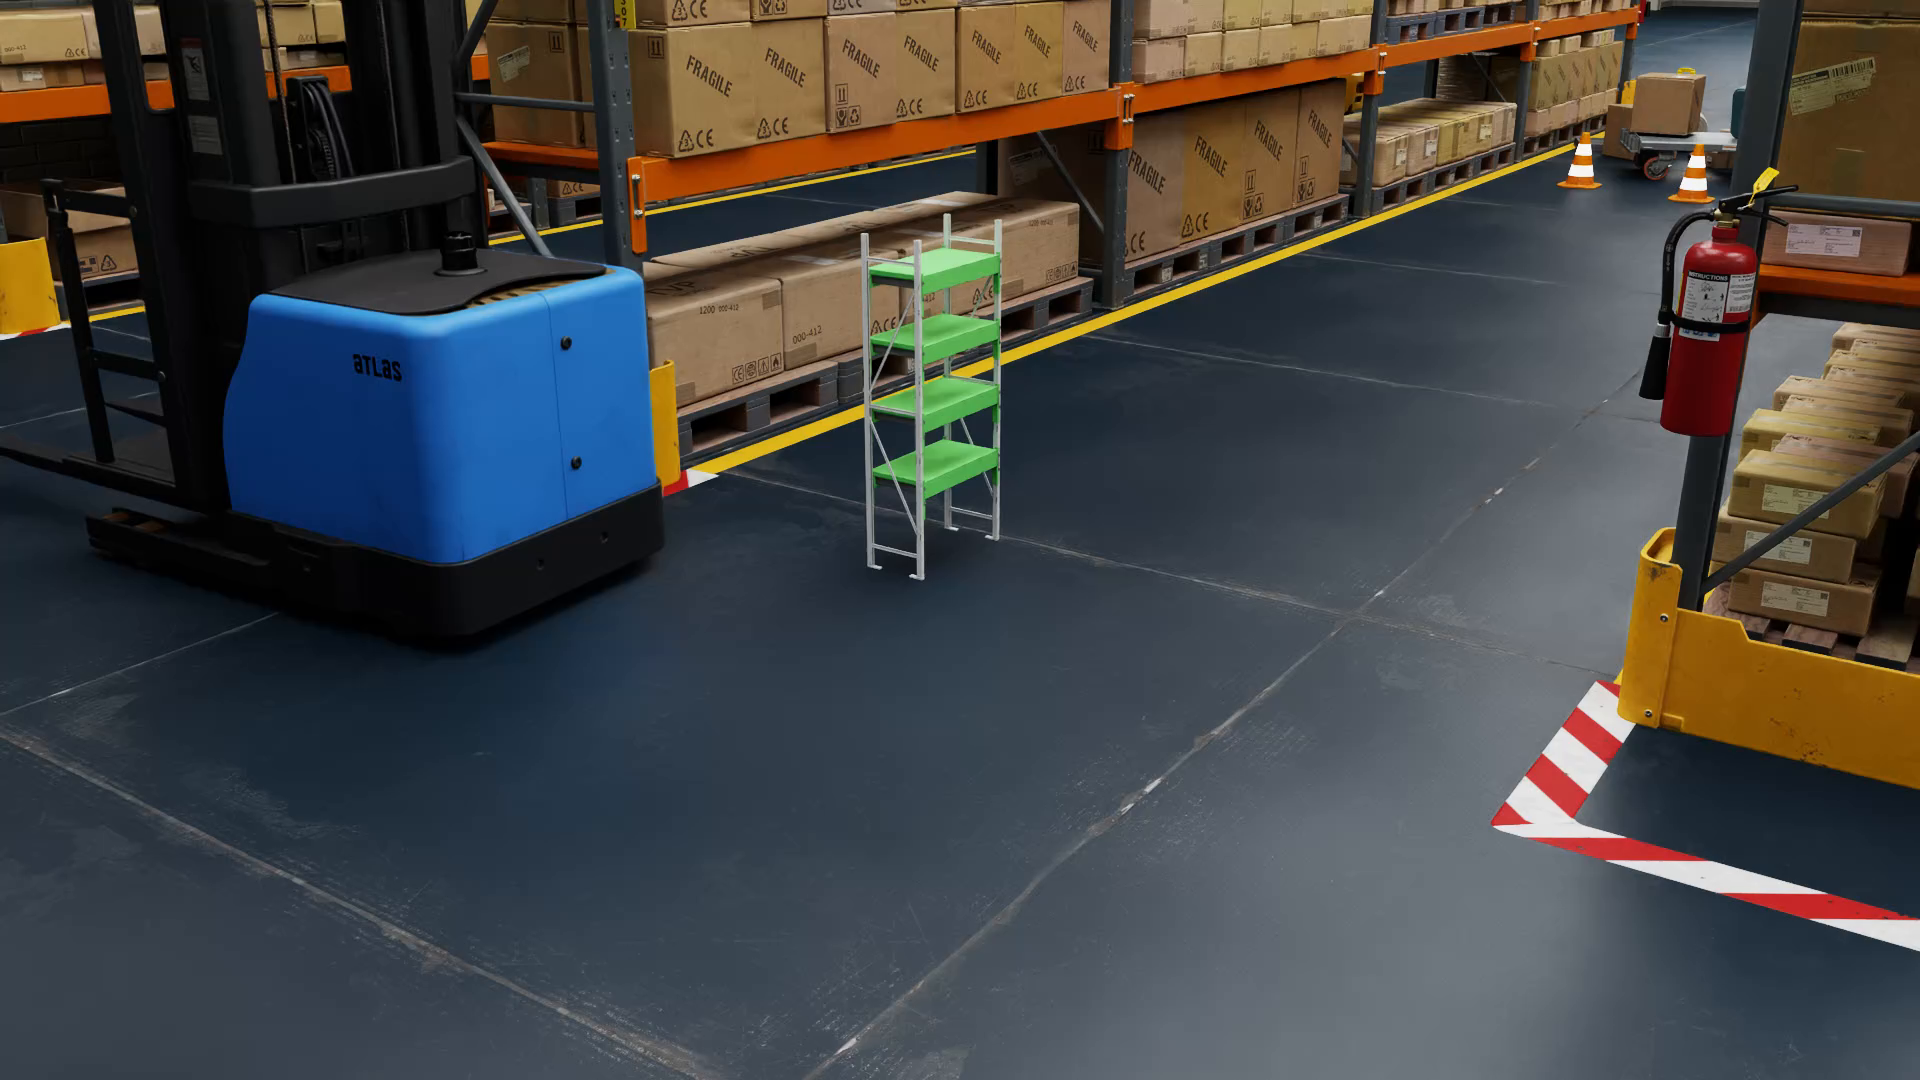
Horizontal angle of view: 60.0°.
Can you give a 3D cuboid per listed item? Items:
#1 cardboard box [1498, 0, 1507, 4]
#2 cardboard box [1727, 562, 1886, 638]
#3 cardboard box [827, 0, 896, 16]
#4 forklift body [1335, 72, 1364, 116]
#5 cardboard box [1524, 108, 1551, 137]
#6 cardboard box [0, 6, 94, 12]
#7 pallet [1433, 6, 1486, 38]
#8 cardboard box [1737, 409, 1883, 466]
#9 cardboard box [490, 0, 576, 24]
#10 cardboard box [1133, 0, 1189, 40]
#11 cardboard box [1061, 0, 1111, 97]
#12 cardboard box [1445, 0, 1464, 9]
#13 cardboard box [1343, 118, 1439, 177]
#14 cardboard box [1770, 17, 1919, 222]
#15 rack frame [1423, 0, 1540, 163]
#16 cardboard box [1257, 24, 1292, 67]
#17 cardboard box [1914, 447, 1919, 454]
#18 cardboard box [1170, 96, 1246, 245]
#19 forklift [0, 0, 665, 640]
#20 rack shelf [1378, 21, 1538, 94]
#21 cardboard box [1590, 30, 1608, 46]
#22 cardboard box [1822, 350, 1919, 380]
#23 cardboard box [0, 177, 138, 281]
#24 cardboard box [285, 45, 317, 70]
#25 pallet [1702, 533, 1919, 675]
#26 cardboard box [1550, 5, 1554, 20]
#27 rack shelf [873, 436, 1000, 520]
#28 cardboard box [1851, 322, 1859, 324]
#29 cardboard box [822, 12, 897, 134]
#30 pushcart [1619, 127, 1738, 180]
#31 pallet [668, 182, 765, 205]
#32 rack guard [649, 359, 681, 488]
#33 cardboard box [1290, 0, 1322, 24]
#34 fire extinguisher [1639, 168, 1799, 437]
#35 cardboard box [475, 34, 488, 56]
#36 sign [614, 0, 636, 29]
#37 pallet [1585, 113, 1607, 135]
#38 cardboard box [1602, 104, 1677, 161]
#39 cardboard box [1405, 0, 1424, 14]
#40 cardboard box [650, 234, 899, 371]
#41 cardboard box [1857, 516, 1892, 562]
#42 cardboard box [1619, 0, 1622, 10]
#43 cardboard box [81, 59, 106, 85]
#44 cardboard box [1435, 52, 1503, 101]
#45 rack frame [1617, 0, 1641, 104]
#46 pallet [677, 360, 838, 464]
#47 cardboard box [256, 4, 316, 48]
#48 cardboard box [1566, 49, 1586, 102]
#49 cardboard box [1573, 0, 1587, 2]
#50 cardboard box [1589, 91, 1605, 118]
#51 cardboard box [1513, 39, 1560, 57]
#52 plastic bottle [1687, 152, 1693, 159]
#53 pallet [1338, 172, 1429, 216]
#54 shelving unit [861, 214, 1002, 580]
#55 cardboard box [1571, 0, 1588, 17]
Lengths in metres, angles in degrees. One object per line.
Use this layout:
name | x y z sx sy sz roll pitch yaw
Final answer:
cardboard box | 4.699 -4.905 14.957 0.380 0.149 0.250 13 24 31
cardboard box | 2.566 0.148 5.046 0.380 0.149 0.250 14 24 33
cardboard box | -0.635 -2.634 7.476 0.500 0.500 0.500 13 24 31
forklift body | 3.622 -5.997 19.377 2.313 2.155 1.214 13 24 32
cardboard box | 5.593 -4.204 16.665 0.500 0.250 0.500 12 23 29
cardboard box | -5.485 -3.105 10.122 0.500 0.250 0.500 13 24 32
pallet | 3.868 -4.518 14.433 1.003 0.211 1.213 13 24 32
cardboard box | 2.760 -0.301 5.401 0.380 0.149 0.250 13 24 31
cardboard box | -1.634 -2.438 6.946 0.500 0.500 0.500 14 25 34
cardboard box | 1.021 -3.120 9.872 0.500 0.250 0.500 12 24 30
cardboard box | 0.491 -2.749 9.228 0.500 0.500 0.500 14 24 32
cardboard box | 4.074 -4.623 14.196 0.380 0.149 0.250 14 25 33
cardboard box | 3.523 -3.370 14.235 0.950 0.372 0.625 13 24 31
cardboard box | 2.483 -1.166 4.521 0.500 0.500 0.500 14 24 33
rack frame | 5.038 -5.180 15.945 1.000 3.000 0.127 13 24 32
cardboard box | 1.886 -3.323 11.142 0.500 0.250 0.500 13 24 31
cardboard box | 3.441 -0.296 6.245 0.380 0.149 0.250 14 25 33
cardboard box | 1.324 -2.539 11.264 0.875 0.875 0.875 14 25 33
forklift | -2.592 -1.417 5.871 3.031 2.935 1.130 12 23 29
rack shelf | 3.914 -4.269 14.519 1.077 0.370 4.000 13 24 32
cardboard box | 6.757 -5.420 17.937 0.380 0.149 0.250 14 24 33
cardboard box | 3.427 -0.585 6.170 0.380 0.149 0.250 13 24 32
cardboard box | -5.393 -1.887 10.036 0.797 0.503 0.637 12 24 30
cardboard box | -4.419 -3.154 10.830 0.380 0.149 0.250 13 24 32
pallet | 2.971 0.259 5.260 1.003 0.211 1.213 13 24 32
cardboard box | 5.579 -5.173 16.287 0.380 0.149 0.250 14 25 33
rack shelf | -0.093 -0.230 6.034 0.258 0.148 0.480 13 24 32
cardboard box | 4.223 -0.906 7.466 0.380 0.149 0.250 15 25 34
cardboard box | -0.638 -2.159 7.633 0.500 0.500 0.500 13 24 32
pushcart | 6.952 -3.520 15.237 1.648 0.377 0.936 5 21 13
pallet | -2.455 -3.136 14.439 1.003 0.211 1.213 13 24 32
rack guard | -1.721 -0.558 7.052 1.175 0.500 0.348 13 24 32
cardboard box | 2.171 -3.709 11.465 0.500 0.250 0.500 13 24 30
fire extinguisher | 1.919 -0.607 4.232 0.296 0.674 0.183 13 24 32
cardboard box | -3.537 -3.593 12.017 0.380 0.149 0.250 14 24 33
sign | -1.252 -2.070 6.176 0.100 0.325 0.005 13 24 32
pallet | 6.758 -4.772 18.861 1.003 0.211 1.213 13 24 32
cardboard box | 6.766 -4.051 16.492 0.500 0.500 0.500 -6 21 -15
cardboard box | 3.504 -4.313 13.357 0.380 0.149 0.250 12 23 28
cardboard box | -0.912 -1.205 8.288 0.875 0.438 0.875 14 25 33
cardboard box | 2.695 -0.072 5.210 0.380 0.149 0.250 13 24 31
cardboard box | 7.041 -5.897 18.246 0.380 0.149 0.250 13 24 31
cardboard box | -5.180 -2.791 9.849 0.380 0.149 0.250 13 24 31
cardboard box | 5.148 -4.661 16.820 0.500 0.500 0.500 13 24 31
rack frame | 7.286 -6.328 19.048 1.000 3.000 0.127 13 24 32
pallet | -1.323 -0.674 7.783 1.003 0.211 1.213 13 24 32
cardboard box | -4.502 -3.292 10.630 0.500 0.250 0.500 13 24 30
cardboard box | 6.177 -4.860 17.357 0.500 0.500 0.500 15 25 35
cardboard box | 6.072 -5.728 16.855 0.500 0.500 0.500 13 24 31
cardboard box | 6.757 -4.804 18.286 0.500 0.250 0.500 13 24 32
cardboard box | 5.713 -4.884 16.488 0.380 0.149 0.250 14 24 33
plastic bottle | 7.314 -3.806 16.467 0.133 0.061 0.283 19 27 41
pallet | 3.230 -2.948 13.932 1.003 0.211 1.213 13 24 32
shelving unit | -0.093 -0.515 5.928 0.258 1.200 0.503 13 24 32
cardboard box | 6.207 -5.455 17.051 0.380 0.149 0.250 13 24 32
